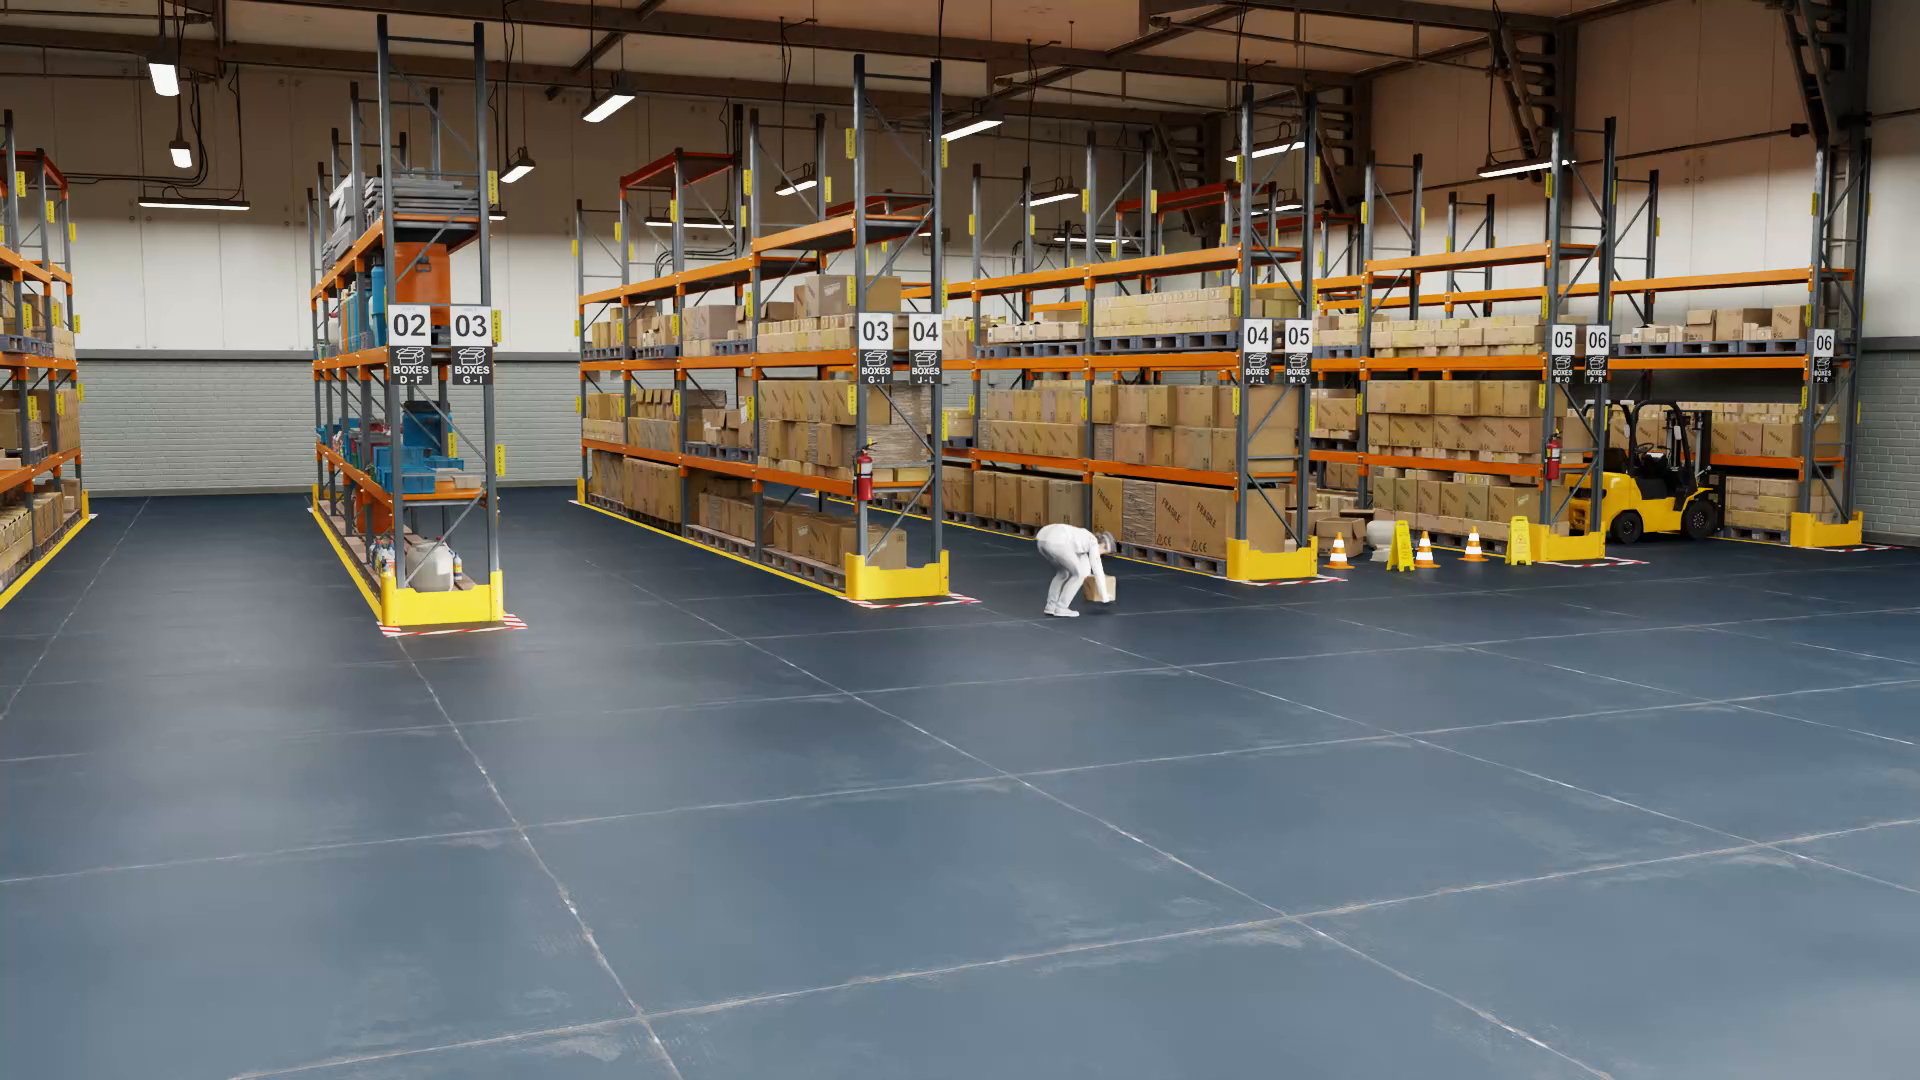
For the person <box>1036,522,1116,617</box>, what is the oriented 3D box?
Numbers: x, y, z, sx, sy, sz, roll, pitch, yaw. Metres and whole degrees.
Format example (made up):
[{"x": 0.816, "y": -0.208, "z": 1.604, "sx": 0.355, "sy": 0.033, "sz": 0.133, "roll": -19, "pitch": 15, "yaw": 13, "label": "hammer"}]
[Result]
[{"x": 1.230, "y": 0.302, "z": 17.484, "sx": 0.901, "sy": 0.972, "sz": 0.444, "roll": -3, "pitch": 6, "yaw": -26, "label": "person"}]
